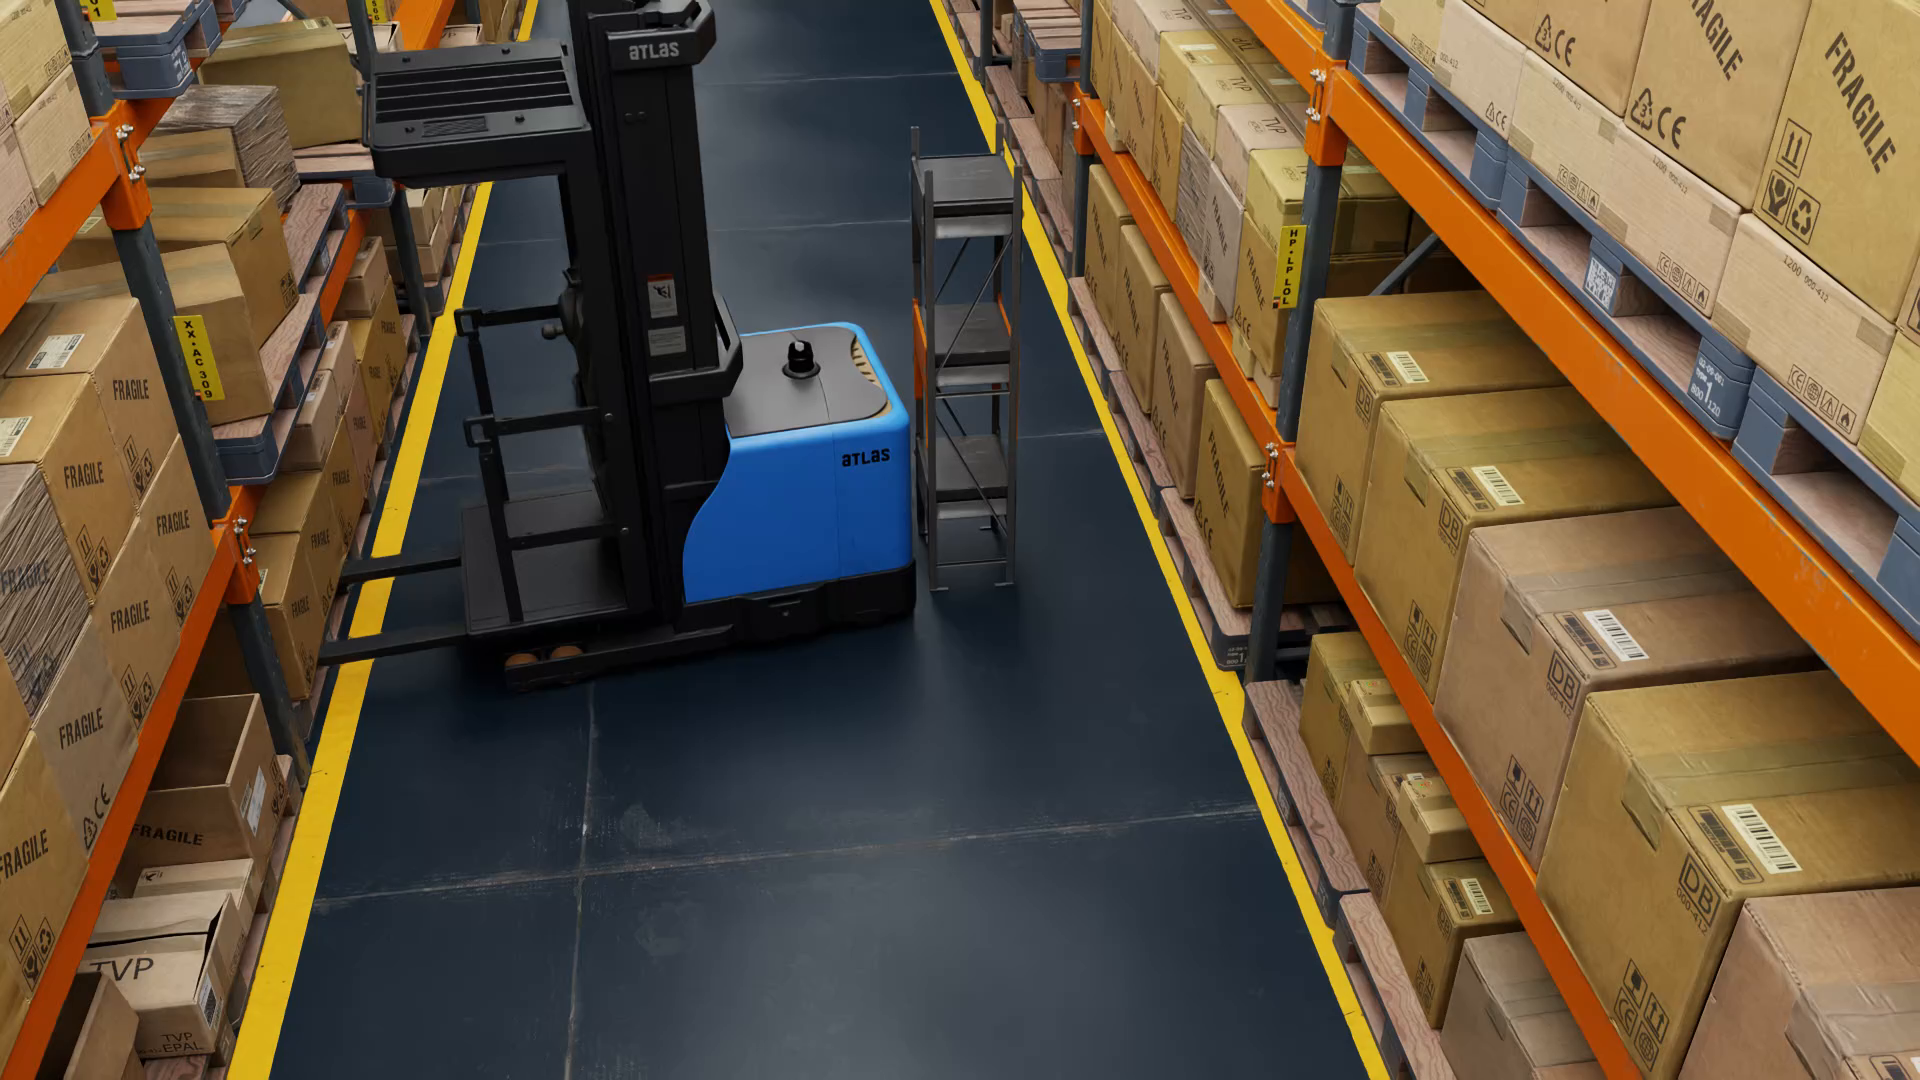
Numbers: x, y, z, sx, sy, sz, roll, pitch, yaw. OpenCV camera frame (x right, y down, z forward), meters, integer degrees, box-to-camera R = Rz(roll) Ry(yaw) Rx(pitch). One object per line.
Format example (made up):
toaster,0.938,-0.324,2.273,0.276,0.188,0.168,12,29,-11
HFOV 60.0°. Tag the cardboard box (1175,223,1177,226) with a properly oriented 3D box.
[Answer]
cardboard box,1.239,-1.679,8.256,0.380,0.149,0.250,-4,34,-6

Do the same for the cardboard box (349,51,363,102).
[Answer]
cardboard box,-3.706,-2.623,9.515,0.500,0.311,0.500,-2,34,-3

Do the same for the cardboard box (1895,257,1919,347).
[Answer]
cardboard box,1.915,-0.457,2.599,0.500,0.500,0.500,-4,35,-7

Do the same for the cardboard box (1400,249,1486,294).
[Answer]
cardboard box,1.933,-1.047,6.752,0.500,0.500,0.500,-6,35,-8

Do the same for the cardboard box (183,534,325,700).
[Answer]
cardboard box,-2.986,0.341,6.915,0.500,0.500,0.500,-6,35,-9

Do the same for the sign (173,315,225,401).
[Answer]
sign,-2.626,-0.625,5.735,0.100,0.325,0.005,-4,35,-6

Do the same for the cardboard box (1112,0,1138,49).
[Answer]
cardboard box,1.086,-2.741,8.572,0.500,0.250,0.500,-5,35,-7

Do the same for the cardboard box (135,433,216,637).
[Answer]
cardboard box,-2.841,-0.003,5.503,0.500,0.500,0.500,-4,34,-6

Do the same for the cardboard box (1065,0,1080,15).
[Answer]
cardboard box,1.032,-3.626,10.427,0.700,0.500,0.500,-8,35,-11

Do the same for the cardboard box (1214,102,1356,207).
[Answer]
cardboard box,1.370,-1.609,6.910,0.500,0.250,0.500,-4,34,-5

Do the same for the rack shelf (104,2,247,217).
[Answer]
rack shelf,-3.432,-2.280,6.907,1.077,0.370,4.000,-4,35,-6

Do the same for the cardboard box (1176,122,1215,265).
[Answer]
cardboard box,1.296,-1.575,7.527,0.500,0.500,0.500,-4,35,-6

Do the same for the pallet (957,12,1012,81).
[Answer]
pallet,0.544,-4.283,14.347,1.003,0.211,1.213,-4,35,-6

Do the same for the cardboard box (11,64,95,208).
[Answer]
cardboard box,-2.834,-1.148,4.741,0.500,0.250,0.500,-4,35,-6

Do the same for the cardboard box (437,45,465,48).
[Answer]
cardboard box,-3.824,-3.461,12.236,0.500,0.311,0.500,-3,34,-5

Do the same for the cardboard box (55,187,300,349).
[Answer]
cardboard box,-3.160,-1.097,6.734,0.700,0.500,0.500,1,34,1

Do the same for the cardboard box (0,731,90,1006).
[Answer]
cardboard box,-2.628,0.855,4.244,0.500,0.500,0.500,-4,34,-6

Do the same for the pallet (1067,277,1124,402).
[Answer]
pallet,1.239,-1.233,9.872,1.003,0.211,1.213,-4,35,-6

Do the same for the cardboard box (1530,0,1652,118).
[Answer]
cardboard box,1.711,-1.321,3.866,0.500,0.500,0.500,-4,34,-6

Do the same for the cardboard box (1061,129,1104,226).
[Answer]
cardboard box,1.059,-2.378,10.905,0.700,0.500,0.500,-4,34,-6

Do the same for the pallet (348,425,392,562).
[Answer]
pallet,-3.477,-0.203,8.360,1.003,0.211,1.213,-4,35,-6

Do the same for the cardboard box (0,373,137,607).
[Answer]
cardboard box,-2.767,-0.128,4.797,0.500,0.500,0.500,-5,35,-7

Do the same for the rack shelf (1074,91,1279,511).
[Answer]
rack shelf,1.477,-1.418,8.306,1.077,0.370,4.000,-4,35,-6

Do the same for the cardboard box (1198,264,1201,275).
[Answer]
cardboard box,1.311,-1.242,7.614,0.380,0.149,0.250,-4,35,-6

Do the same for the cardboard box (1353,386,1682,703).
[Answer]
cardboard box,1.895,-0.011,5.337,0.980,0.700,0.700,-5,35,-8

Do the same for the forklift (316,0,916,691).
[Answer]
forklift,-1.778,-0.881,6.941,3.031,2.935,1.130,-9,35,-13

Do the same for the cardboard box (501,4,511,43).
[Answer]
cardboard box,-4.063,-4.284,13.942,0.500,0.250,0.500,-4,35,-6

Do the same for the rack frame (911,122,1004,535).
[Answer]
rack frame,-0.011,-0.911,7.723,0.400,2.100,0.015,-4,35,-6

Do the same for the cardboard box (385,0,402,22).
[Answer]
cardboard box,-4.013,-3.724,10.962,0.500,0.500,0.500,-4,35,-6

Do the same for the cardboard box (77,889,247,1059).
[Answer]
cardboard box,-2.704,1.423,5.496,0.500,0.311,0.500,-4,35,-6

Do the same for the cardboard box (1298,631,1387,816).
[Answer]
cardboard box,1.744,0.686,6.427,0.700,0.500,0.500,-4,34,-6

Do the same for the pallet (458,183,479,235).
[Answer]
pallet,-3.933,-2.443,11.648,1.003,0.211,1.213,-4,35,-6

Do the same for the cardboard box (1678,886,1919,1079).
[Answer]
cardboard box,2.205,1.225,3.522,0.980,0.700,0.700,-3,34,-4

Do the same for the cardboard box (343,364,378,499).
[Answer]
cardboard box,-3.196,-0.517,8.175,0.500,0.500,0.500,-6,35,-8

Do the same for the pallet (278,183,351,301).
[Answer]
pallet,-3.434,-1.290,7.649,1.003,0.211,1.213,-4,35,-6

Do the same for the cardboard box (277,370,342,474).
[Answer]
cardboard box,-3.121,-0.527,7.523,0.500,0.250,0.500,-4,35,-6

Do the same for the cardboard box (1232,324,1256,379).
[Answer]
cardboard box,1.362,-0.810,6.980,0.380,0.149,0.250,-4,34,-5

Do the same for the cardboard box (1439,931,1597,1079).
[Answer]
cardboard box,1.955,1.550,5.159,0.700,0.500,0.500,-5,35,-8

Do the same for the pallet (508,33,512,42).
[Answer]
pallet,-4.304,-3.981,13.904,1.003,0.211,1.213,-4,35,-6

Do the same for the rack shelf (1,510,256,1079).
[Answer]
rack shelf,-2.894,1.192,4.477,1.077,0.370,4.000,-4,35,-6

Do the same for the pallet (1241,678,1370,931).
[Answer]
pallet,1.770,0.984,6.619,1.003,0.211,1.213,-4,35,-6

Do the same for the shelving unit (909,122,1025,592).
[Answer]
shelving unit,0.022,-0.775,7.523,0.431,2.100,0.503,-4,35,-6

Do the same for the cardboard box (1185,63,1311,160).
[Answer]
cardboard box,1.301,-1.893,7.328,0.500,0.250,0.500,-4,34,-5

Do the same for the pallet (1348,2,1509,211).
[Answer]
pallet,1.845,-1.344,4.974,1.003,0.211,1.213,-4,35,-6

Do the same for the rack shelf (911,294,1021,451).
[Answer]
rack shelf,0.022,-0.764,7.531,0.431,0.518,0.480,-4,35,-6

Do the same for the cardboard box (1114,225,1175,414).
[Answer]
cardboard box,1.288,-1.207,8.893,0.750,0.750,0.750,-5,35,-7

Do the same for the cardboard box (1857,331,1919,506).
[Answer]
cardboard box,1.922,-0.148,2.811,0.500,0.250,0.500,-3,34,-5

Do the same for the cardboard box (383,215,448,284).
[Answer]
cardboard box,-3.480,-1.806,10.305,0.500,0.250,0.500,-4,35,-7

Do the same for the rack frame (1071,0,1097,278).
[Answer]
rack frame,1.208,-2.831,9.741,1.000,3.000,0.127,-4,35,-6

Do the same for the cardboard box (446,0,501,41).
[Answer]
cardboard box,-3.991,-4.316,13.322,0.500,0.500,0.500,-4,35,-6

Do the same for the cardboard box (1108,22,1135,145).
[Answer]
cardboard box,1.080,-2.420,8.767,0.500,0.500,0.500,-3,34,-5

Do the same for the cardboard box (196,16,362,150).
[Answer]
cardboard box,-3.504,-2.326,8.538,0.700,0.500,0.500,-16,37,-22

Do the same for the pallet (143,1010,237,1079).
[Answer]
pallet,-2.904,1.996,5.133,1.003,0.211,1.213,-4,35,-6

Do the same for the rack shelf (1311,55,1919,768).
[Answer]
rack shelf,2.014,-0.425,4.185,1.077,0.370,4.000,-4,35,-6

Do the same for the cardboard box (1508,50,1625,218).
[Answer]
cardboard box,1.708,-1.015,4.083,0.500,0.250,0.500,-5,35,-8

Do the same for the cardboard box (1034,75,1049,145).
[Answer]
cardboard box,0.933,-3.230,12.155,0.700,0.500,0.500,-4,34,-6

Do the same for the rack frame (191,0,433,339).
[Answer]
rack frame,-3.701,-2.454,9.187,1.000,3.000,0.127,-4,35,-6

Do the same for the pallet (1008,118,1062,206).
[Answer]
pallet,0.943,-2.794,12.163,1.003,0.211,1.213,-4,35,-6
